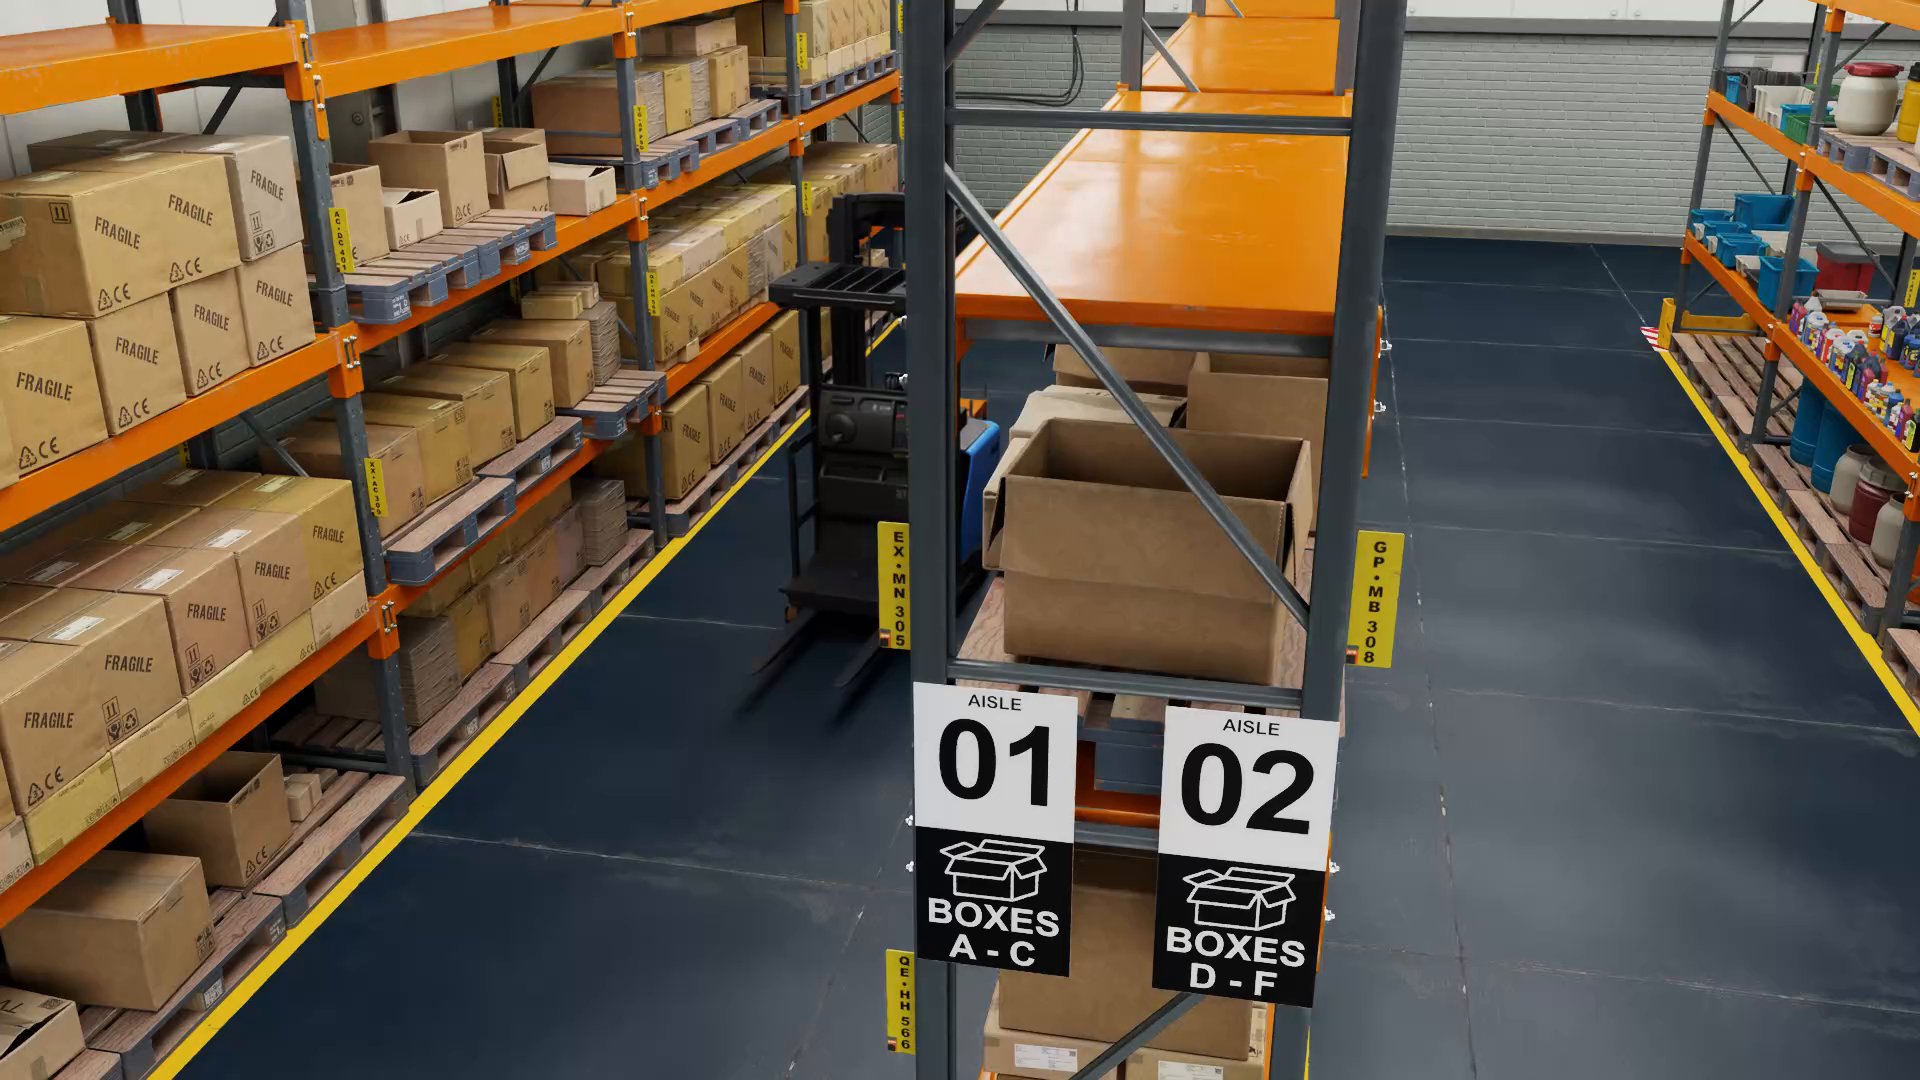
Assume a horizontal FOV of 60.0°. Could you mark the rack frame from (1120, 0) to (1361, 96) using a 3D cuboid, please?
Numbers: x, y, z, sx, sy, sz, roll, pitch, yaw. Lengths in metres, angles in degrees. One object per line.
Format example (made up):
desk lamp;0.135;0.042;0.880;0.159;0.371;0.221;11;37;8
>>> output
rack frame;1.200;-2.322;7.074;1.000;3.000;0.127;4;22;11

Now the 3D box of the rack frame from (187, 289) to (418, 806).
rack frame;-3.651;0.084;9.129;1.000;3.000;0.127;4;22;11

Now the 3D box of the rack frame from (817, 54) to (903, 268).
rack frame;-1.202;-4.304;20.026;1.000;3.000;0.127;4;22;11

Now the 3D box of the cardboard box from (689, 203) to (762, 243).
cardboard box;-2.081;-2.820;14.777;0.500;0.250;0.500;5;22;12

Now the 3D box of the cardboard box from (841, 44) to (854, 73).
cardboard box;-1.404;-5.010;17.269;0.500;0.250;0.500;4;22;9

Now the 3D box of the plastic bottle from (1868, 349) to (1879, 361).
plastic bottle;7.028;-1.340;12.838;0.097;0.271;0.097;0;22;0

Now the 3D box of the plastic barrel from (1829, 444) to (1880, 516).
plastic barrel;7.206;-0.471;13.275;0.421;0.512;0.421;0;22;0

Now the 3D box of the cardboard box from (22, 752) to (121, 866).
cardboard box;-3.855;1.076;6.840;0.500;0.250;0.500;4;22;10

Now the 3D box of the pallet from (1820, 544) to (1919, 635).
pallet;6.984;0.379;12.131;1.003;0.211;1.213;4;22;11

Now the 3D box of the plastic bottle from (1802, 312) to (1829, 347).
plastic bottle;7.138;-1.755;13.861;0.152;0.276;0.135;4;22;11

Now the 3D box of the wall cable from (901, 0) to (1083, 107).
wall cable;0.302;-7.688;24.554;3.097;2.526;0.112;4;22;11

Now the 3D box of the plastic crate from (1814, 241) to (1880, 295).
plastic crate;8.108;-2.451;15.258;0.402;0.464;0.583;4;22;11

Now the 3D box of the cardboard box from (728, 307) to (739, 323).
cardboard box;-2.178;-2.031;14.692;0.380;0.149;0.250;5;23;13

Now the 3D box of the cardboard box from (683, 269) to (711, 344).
cardboard box;-2.369;-1.921;13.550;0.500;0.500;0.500;5;23;13

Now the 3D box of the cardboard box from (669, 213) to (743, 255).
cardboard box;-2.184;-2.633;14.314;0.500;0.250;0.500;4;22;10

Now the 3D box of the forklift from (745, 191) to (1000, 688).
forklift;-0.606;-0.803;11.425;1.130;2.935;3.031;7;23;16

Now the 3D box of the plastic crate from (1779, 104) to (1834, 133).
plastic crate;7.554;-3.757;14.876;0.416;0.233;0.300;4;22;11

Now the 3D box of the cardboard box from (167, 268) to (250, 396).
cardboard box;-3.627;-0.975;7.584;0.500;0.500;0.500;3;22;6

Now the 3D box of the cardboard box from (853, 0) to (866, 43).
cardboard box;-1.295;-5.553;17.612;0.500;0.500;0.500;3;22;9

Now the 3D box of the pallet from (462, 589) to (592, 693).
pallet;-3.246;0.645;11.468;1.003;0.211;1.213;4;22;11

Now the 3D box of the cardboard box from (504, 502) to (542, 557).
cardboard box;-3.208;-0.111;11.368;0.500;0.250;0.500;4;22;11

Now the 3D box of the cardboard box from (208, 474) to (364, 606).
cardboard box;-3.444;-0.007;8.525;0.500;0.500;0.500;4;22;11

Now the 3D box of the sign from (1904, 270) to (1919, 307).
sign;8.219;-2.172;14.361;0.100;0.325;0.005;4;22;11

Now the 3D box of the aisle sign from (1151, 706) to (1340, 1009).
aisle sign;0.670;0.765;3.959;0.394;0.787;0.004;4;22;11

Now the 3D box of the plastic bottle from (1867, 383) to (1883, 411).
plastic bottle;6.737;-1.050;12.212;0.097;0.201;0.097;0;22;0

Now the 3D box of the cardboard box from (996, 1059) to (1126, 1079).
cardboard box;0.491;1.707;4.965;0.700;0.500;0.500;4;22;11

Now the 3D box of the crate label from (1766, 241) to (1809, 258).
crate label;8.401;-2.934;16.896;0.396;0.136;0.243;4;22;11

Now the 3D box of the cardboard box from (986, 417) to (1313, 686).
cardboard box;0.505;0.015;4.399;0.797;0.503;0.637;6;23;15

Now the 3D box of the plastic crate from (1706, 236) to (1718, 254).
plastic crate;7.839;-3.030;17.135;0.250;0.136;0.298;4;22;11

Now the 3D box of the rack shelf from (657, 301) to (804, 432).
rack shelf;-2.426;-1.776;14.712;1.077;0.370;4.000;4;22;11

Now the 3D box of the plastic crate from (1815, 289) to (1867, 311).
plastic crate;7.915;-2.151;14.952;0.396;0.136;0.243;4;22;11

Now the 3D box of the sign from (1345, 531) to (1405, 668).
sign;0.926;0.134;3.713;0.100;0.325;0.005;4;22;11

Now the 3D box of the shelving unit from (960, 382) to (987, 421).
shelving unit;0.038;-0.622;13.292;0.258;1.200;0.503;5;23;13

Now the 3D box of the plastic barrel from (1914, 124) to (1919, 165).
plastic barrel;7.078;-2.932;11.860;0.433;0.535;0.433;0;22;0

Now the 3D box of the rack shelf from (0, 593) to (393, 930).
rack shelf;-4.059;1.150;7.447;1.077;0.370;4.000;4;22;11

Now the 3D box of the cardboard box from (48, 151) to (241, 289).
cardboard box;-3.589;-1.420;7.351;0.500;0.500;0.500;6;23;14

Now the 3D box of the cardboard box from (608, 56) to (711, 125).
cardboard box;-2.520;-3.783;13.993;0.700;0.500;0.500;4;22;11

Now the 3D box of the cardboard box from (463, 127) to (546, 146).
cardboard box;-3.206;-2.580;11.568;0.500;0.500;0.500;4;22;11

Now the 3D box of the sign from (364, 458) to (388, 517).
sign;-3.118;-0.279;8.871;0.100;0.325;0.005;4;22;11

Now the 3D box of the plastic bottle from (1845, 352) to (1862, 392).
plastic bottle;6.827;-1.284;12.683;0.061;0.283;0.133;4;22;11

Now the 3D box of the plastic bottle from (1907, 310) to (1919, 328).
plastic bottle;7.813;-1.702;13.631;0.144;0.351;0.185;4;22;11

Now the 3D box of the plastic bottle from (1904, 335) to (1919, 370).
plastic bottle;7.586;-1.493;13.218;0.097;0.271;0.097;0;22;0

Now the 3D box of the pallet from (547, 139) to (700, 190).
pallet;-2.755;-2.922;12.831;1.213;0.211;1.003;6;23;13

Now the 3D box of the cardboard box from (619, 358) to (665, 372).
cardboard box;-2.540;-1.374;13.059;0.380;0.149;0.250;4;22;10

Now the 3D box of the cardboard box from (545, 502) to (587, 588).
cardboard box;-3.149;0.024;12.037;0.700;0.500;0.500;4;22;11

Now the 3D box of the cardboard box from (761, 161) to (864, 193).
cardboard box;-1.598;-3.711;18.151;0.980;0.700;0.700;3;22;8

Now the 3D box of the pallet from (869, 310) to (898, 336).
pallet;-1.288;-2.712;19.806;1.003;0.211;1.213;4;22;11

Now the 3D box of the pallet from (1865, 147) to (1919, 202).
pallet;7.388;-2.681;12.232;1.003;0.211;1.213;4;22;11

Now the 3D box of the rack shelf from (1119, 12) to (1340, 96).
rack shelf;1.608;-2.534;9.099;1.077;0.370;4.000;4;22;11

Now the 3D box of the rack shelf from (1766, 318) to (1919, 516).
rack shelf;7.272;-1.021;12.837;1.077;0.370;4.000;4;22;11

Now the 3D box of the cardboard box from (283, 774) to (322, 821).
cardboard box;-3.730;1.393;9.084;0.380;0.166;0.250;2;22;4

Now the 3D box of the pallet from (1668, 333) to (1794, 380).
pallet;8.290;-1.957;17.930;1.003;0.211;1.213;4;22;11

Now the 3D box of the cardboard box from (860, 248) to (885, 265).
cardboard box;-1.095;-3.316;19.487;0.380;0.149;0.250;4;22;10

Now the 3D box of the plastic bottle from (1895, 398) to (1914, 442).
plastic bottle;6.576;-0.834;11.565;0.061;0.283;0.133;4;22;11

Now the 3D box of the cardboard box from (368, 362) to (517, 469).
cardboard box;-3.289;-0.797;10.594;0.700;0.500;0.500;8;23;18

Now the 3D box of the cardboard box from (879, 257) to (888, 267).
cardboard box;-1.247;-3.076;19.760;0.700;0.500;0.500;4;22;11

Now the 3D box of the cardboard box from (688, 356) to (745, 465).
cardboard box;-2.371;-1.155;14.522;0.750;0.750;0.750;4;22;11
